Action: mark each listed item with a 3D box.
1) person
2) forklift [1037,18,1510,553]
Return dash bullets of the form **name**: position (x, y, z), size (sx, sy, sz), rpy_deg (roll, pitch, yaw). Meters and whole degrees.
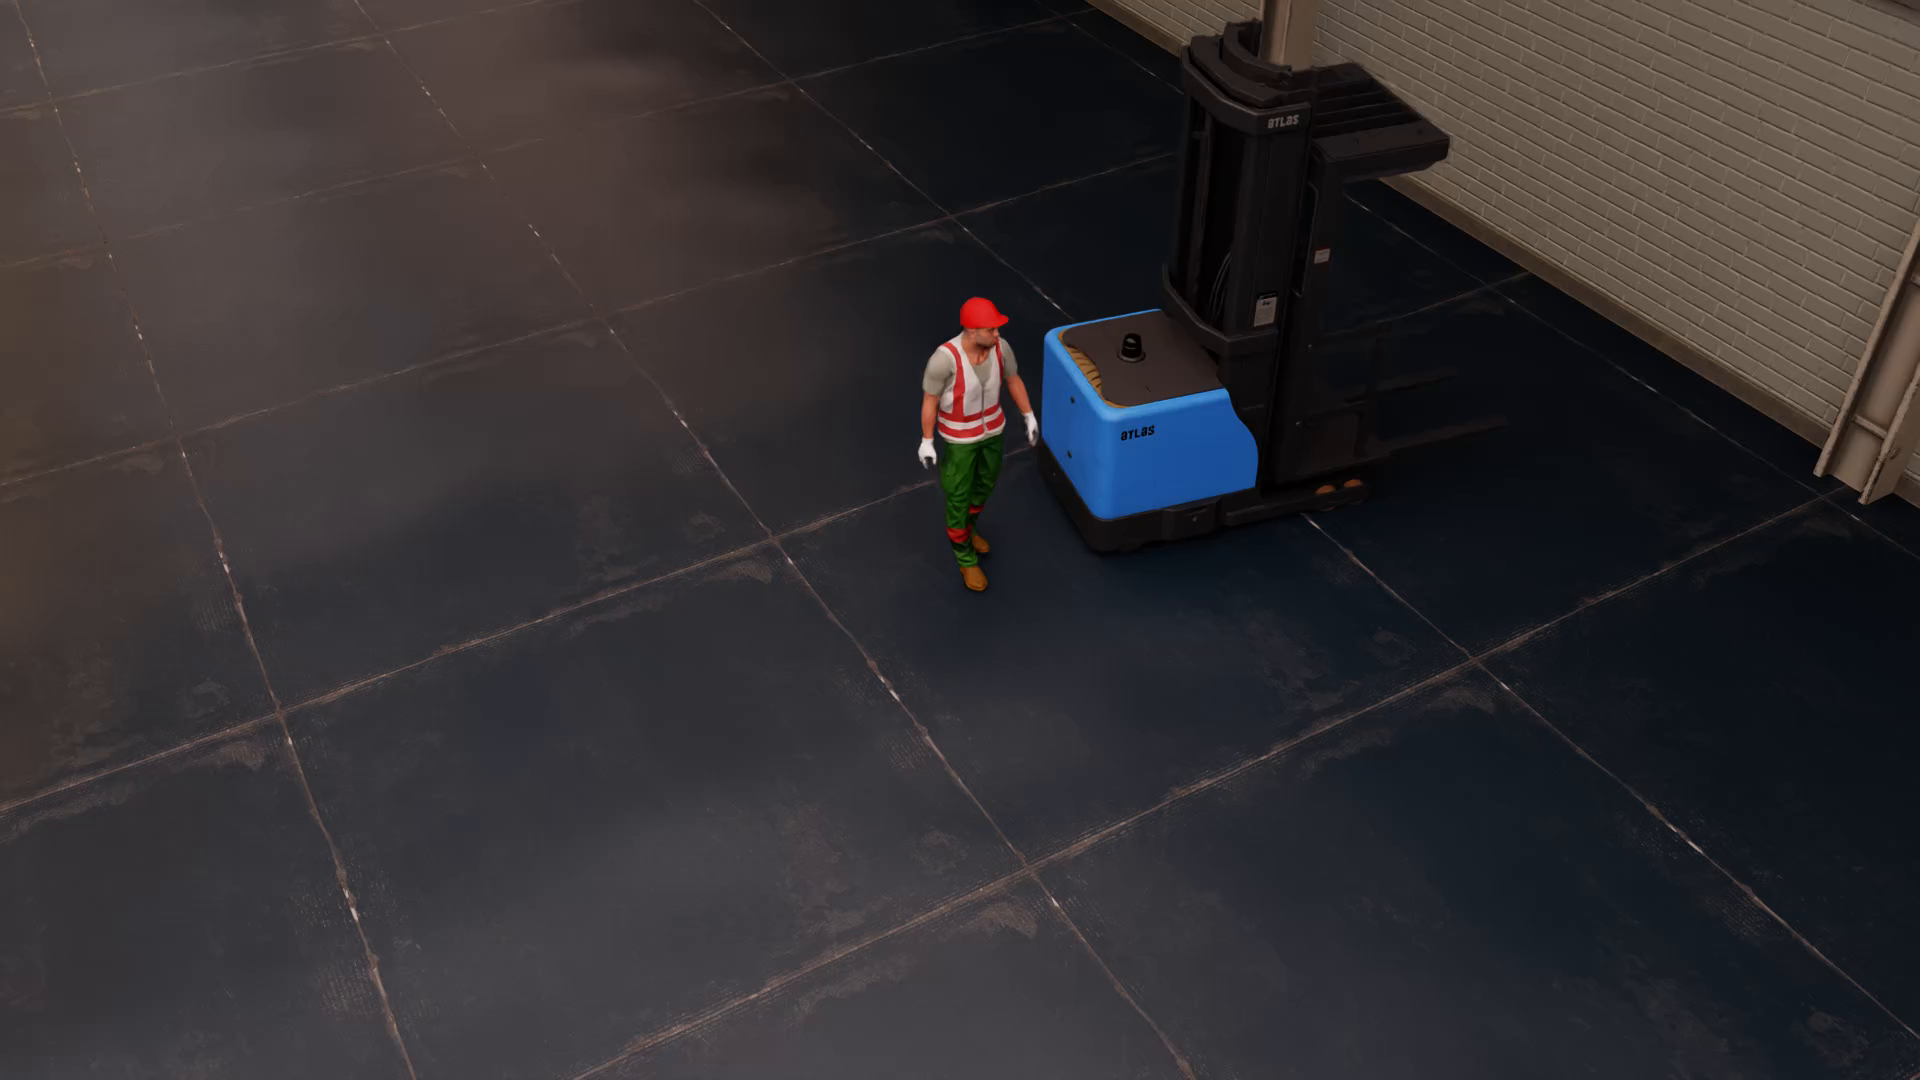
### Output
- **person**: position (0.145, -0.581, 9.652), size (0.717, 1.781, 0.585), rpy_deg (-24, 45, -26)
- **forklift**: position (2.078, -1.617, 9.986), size (3.031, 2.935, 1.130), rpy_deg (-12, 41, -15)
